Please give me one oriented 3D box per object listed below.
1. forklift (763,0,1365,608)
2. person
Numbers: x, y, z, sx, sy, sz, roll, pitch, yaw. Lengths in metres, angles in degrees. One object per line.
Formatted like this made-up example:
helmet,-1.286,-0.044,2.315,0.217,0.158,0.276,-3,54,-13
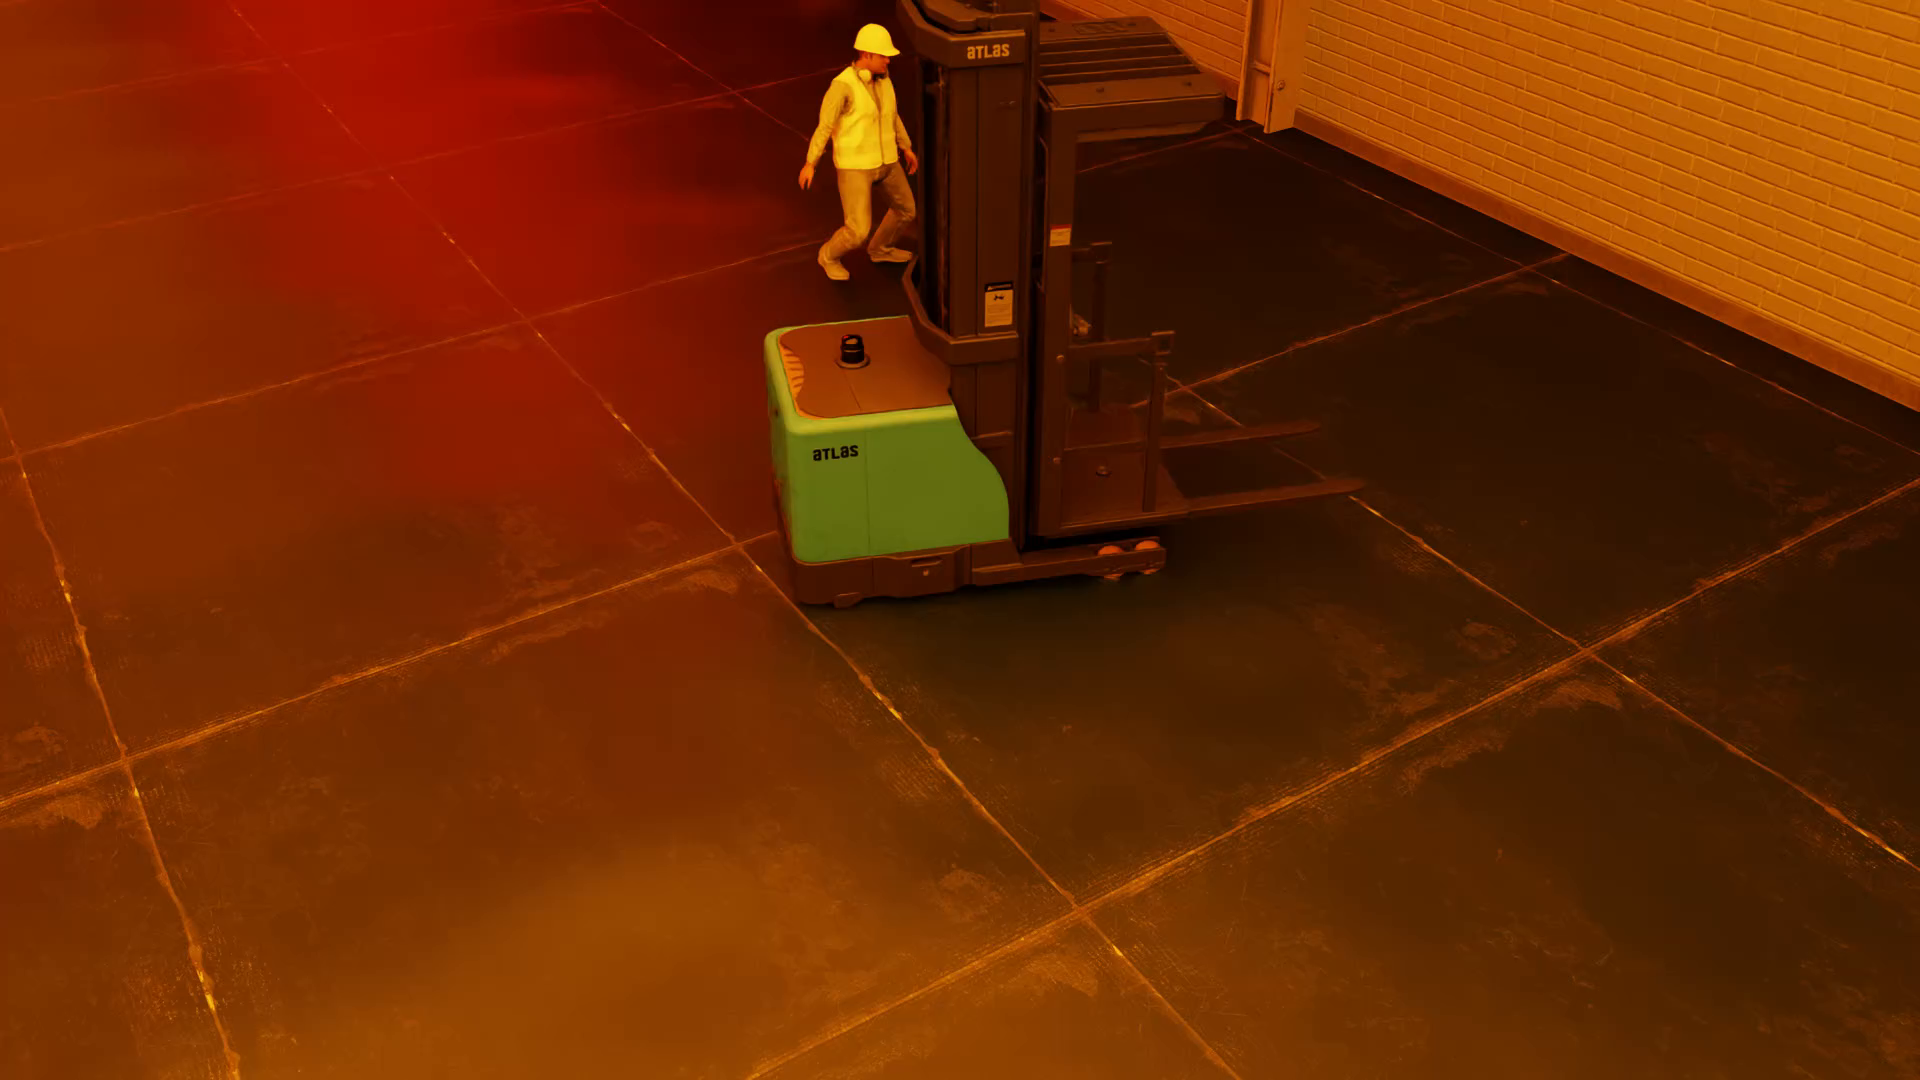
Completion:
forklift,0.572,-1.294,7.990,3.031,2.935,1.130,-7,36,-10
person,-0.648,-2.471,10.754,0.874,1.689,0.486,-28,44,-34
